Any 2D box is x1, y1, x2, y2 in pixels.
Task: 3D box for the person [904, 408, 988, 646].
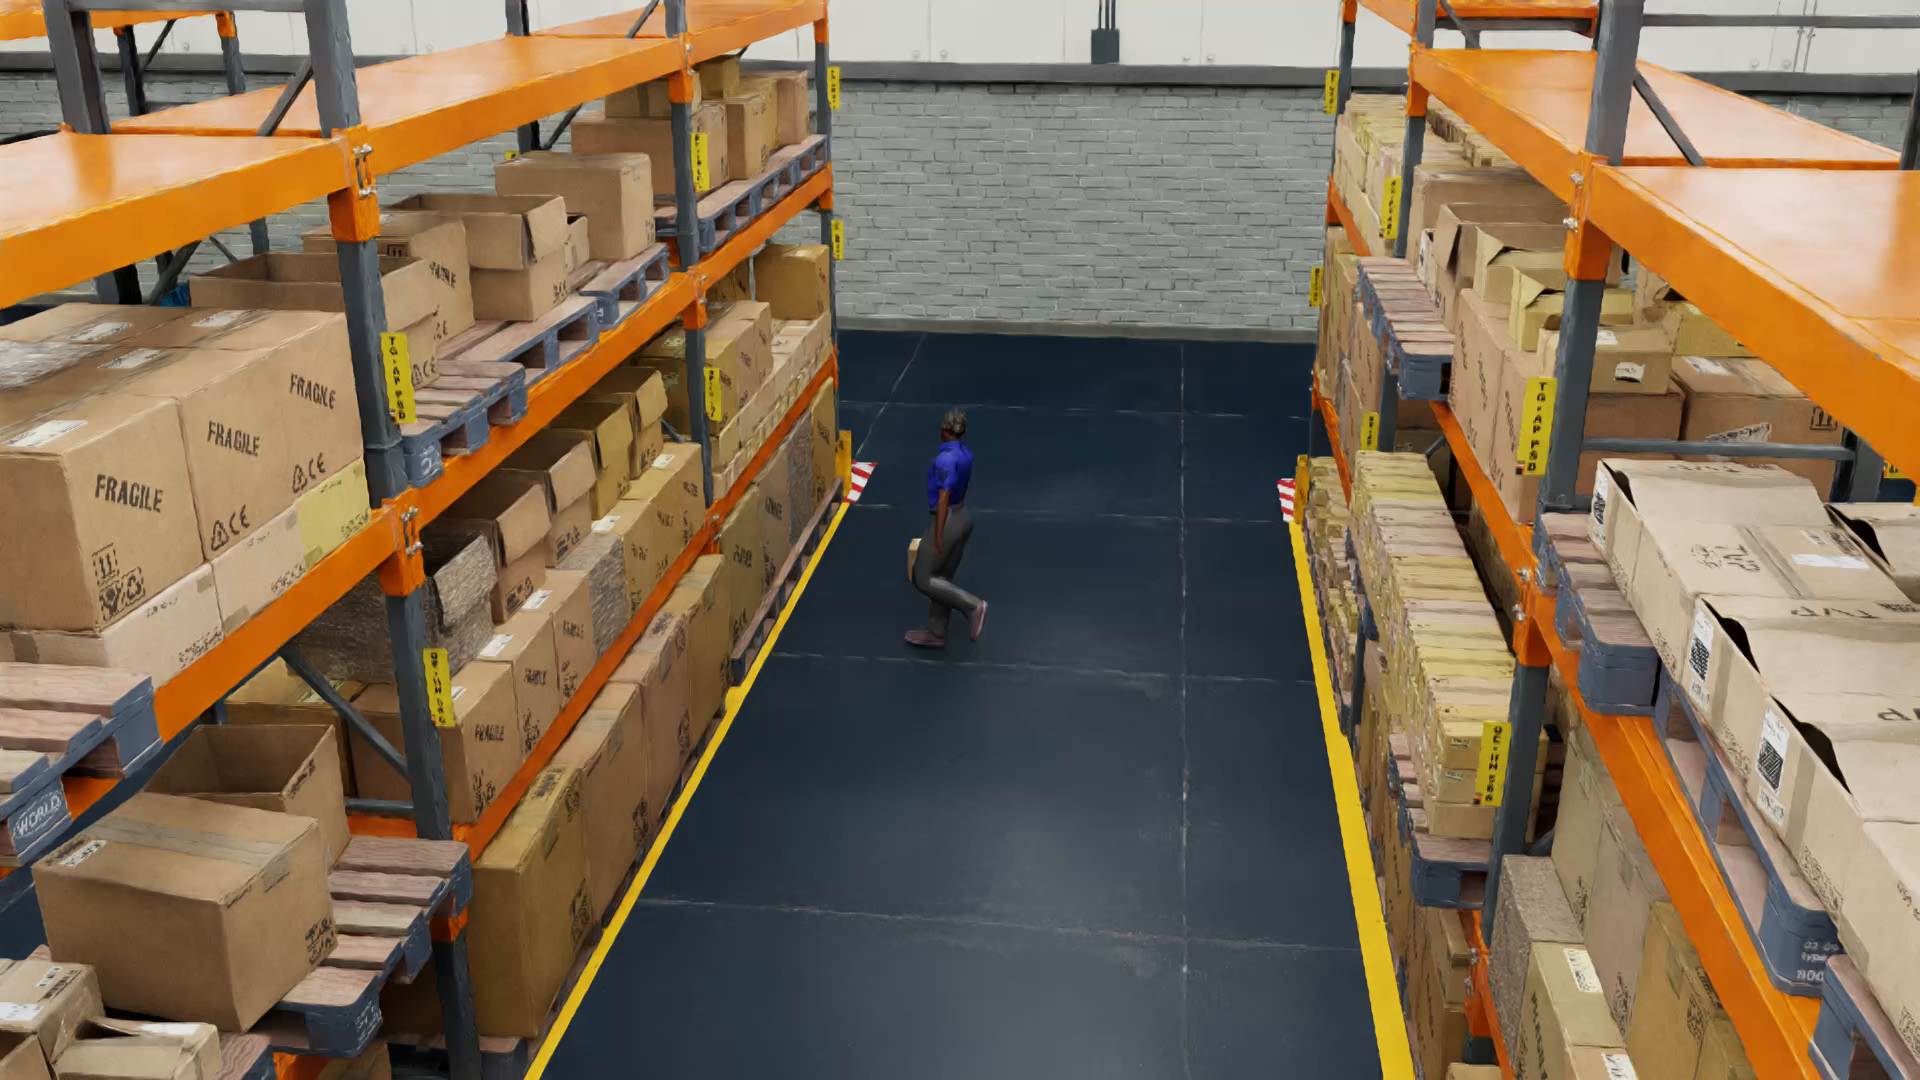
[{"bbox_3d":[-0.047,-0.065,11.292,0.613,1.597,0.563,7,22,18],"label":"person"}]
